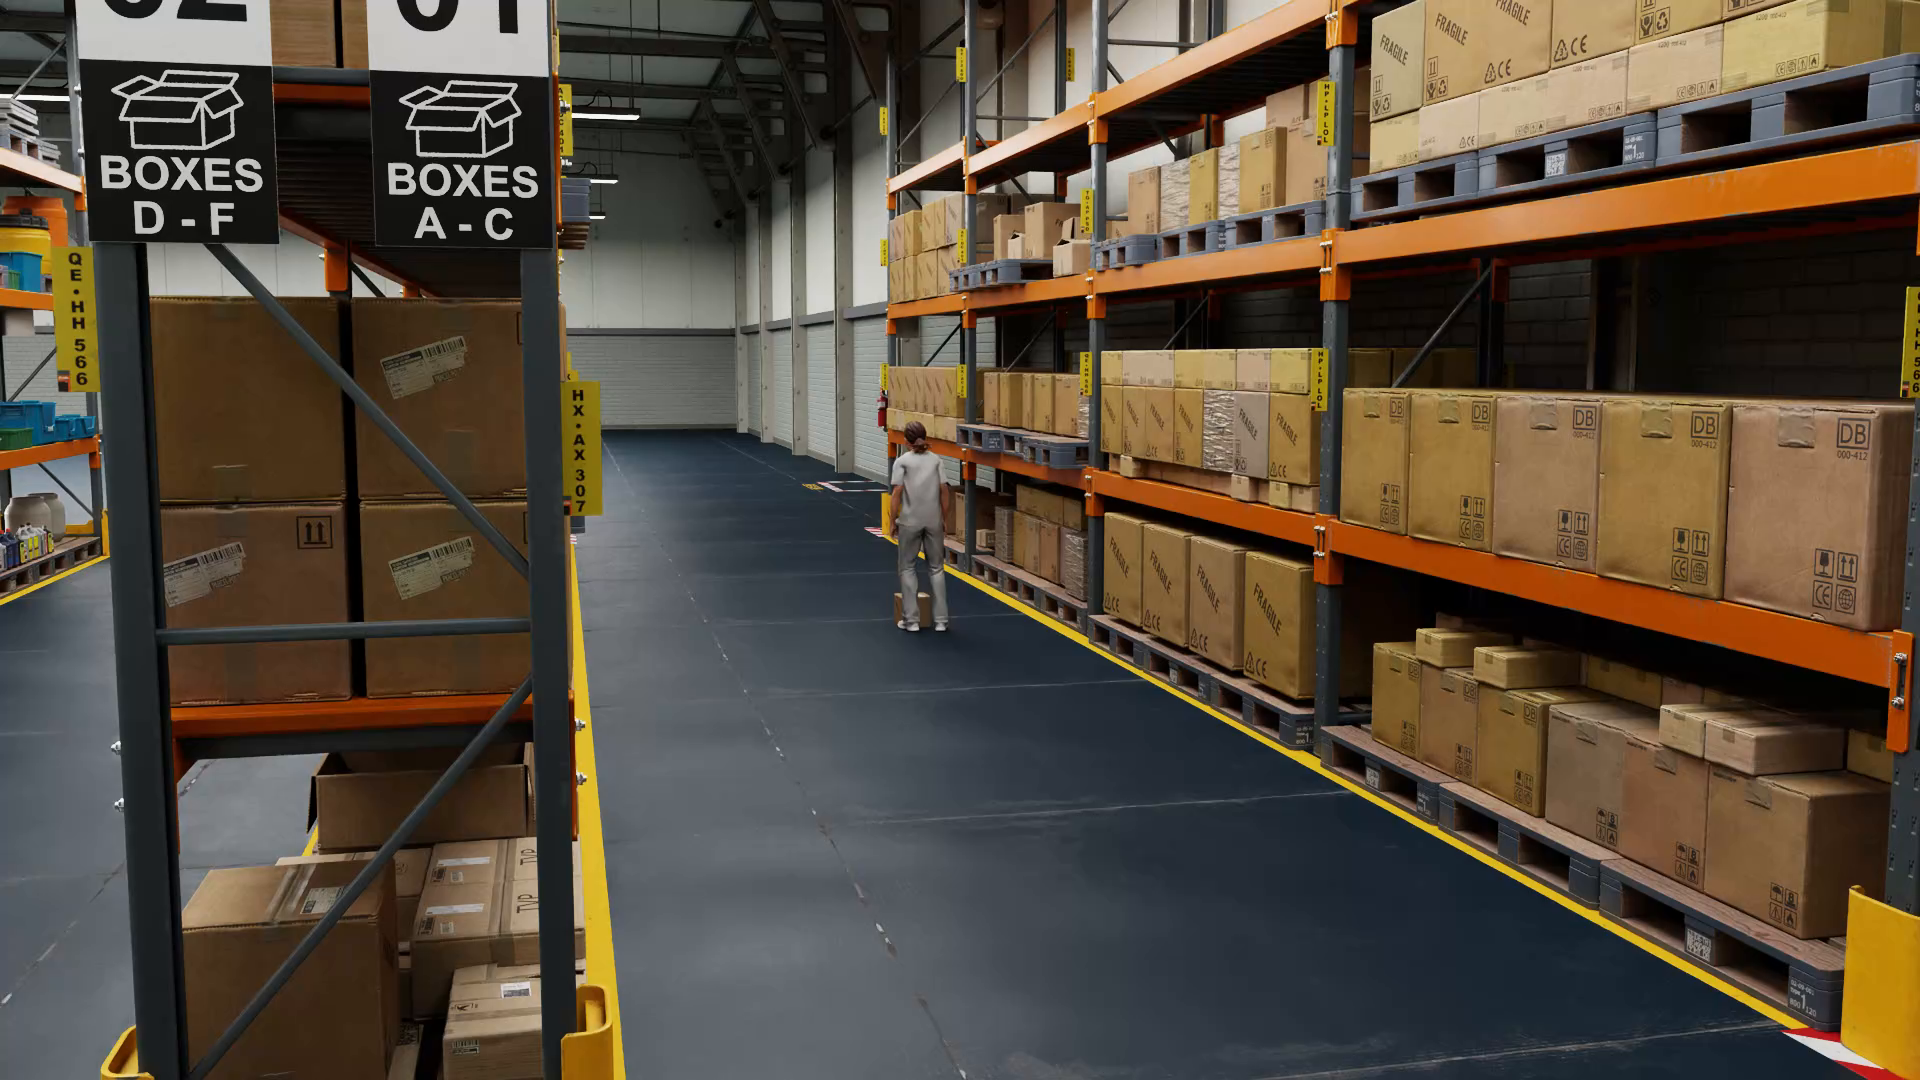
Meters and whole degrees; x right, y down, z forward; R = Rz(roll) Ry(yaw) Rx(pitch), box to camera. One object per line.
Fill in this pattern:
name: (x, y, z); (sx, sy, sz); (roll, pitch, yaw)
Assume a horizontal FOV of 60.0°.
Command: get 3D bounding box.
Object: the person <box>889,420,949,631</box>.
person: (-0.324, -0.113, 13.190); (0.512, 1.671, 0.417); (-2, 7, -18)
